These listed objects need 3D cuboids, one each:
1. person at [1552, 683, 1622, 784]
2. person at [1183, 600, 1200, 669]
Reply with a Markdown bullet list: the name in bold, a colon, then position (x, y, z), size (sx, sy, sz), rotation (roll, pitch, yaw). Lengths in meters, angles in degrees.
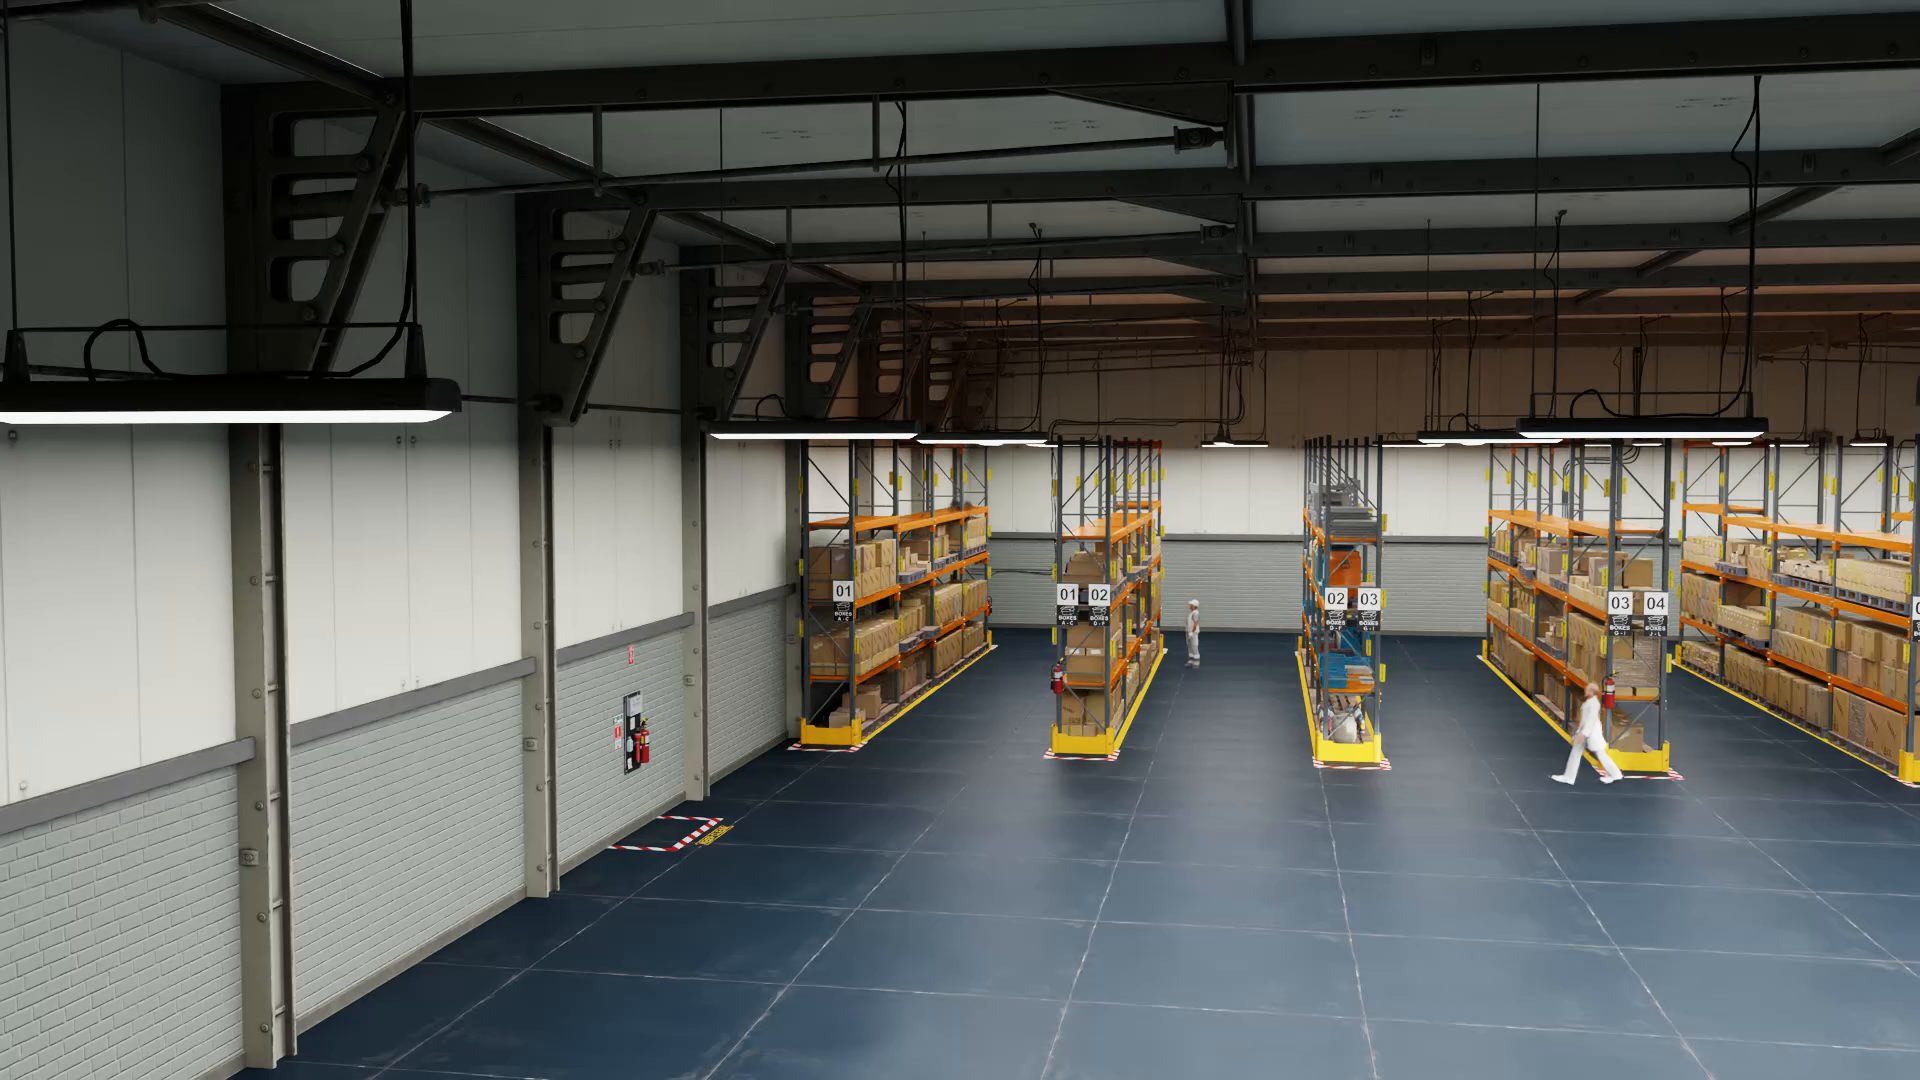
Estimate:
- **person**: position (10.754, 3.314, 28.398), size (1.117, 1.738, 0.538), rotation (-1, 3, -14)
- **person**: position (6.100, 2.478, 43.797), size (0.435, 1.822, 0.568), rotation (-1, 3, -22)
